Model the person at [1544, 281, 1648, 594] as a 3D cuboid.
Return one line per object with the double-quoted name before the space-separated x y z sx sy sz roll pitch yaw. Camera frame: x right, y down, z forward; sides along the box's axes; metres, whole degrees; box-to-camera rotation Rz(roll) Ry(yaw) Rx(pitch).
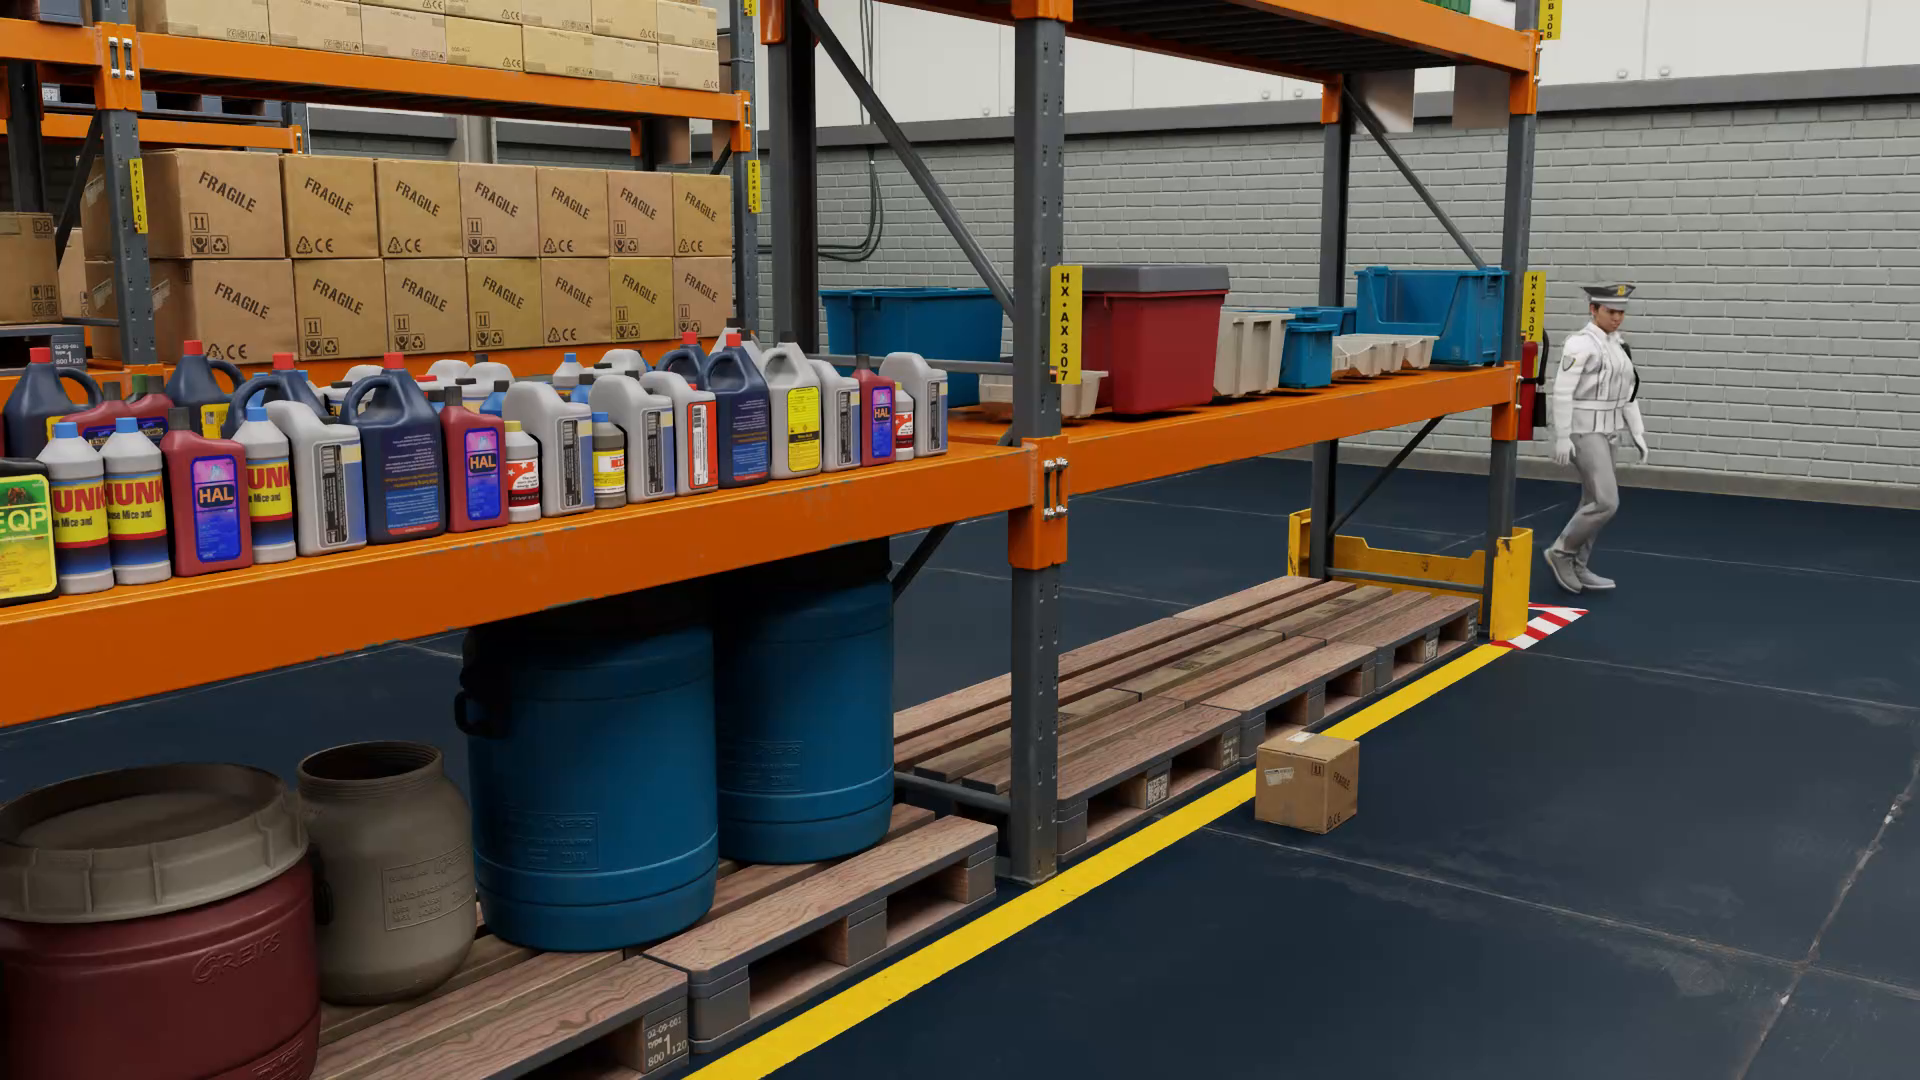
"person" 3.377 -0.533 8.845 0.526 1.671 0.421 -10 14 -44
